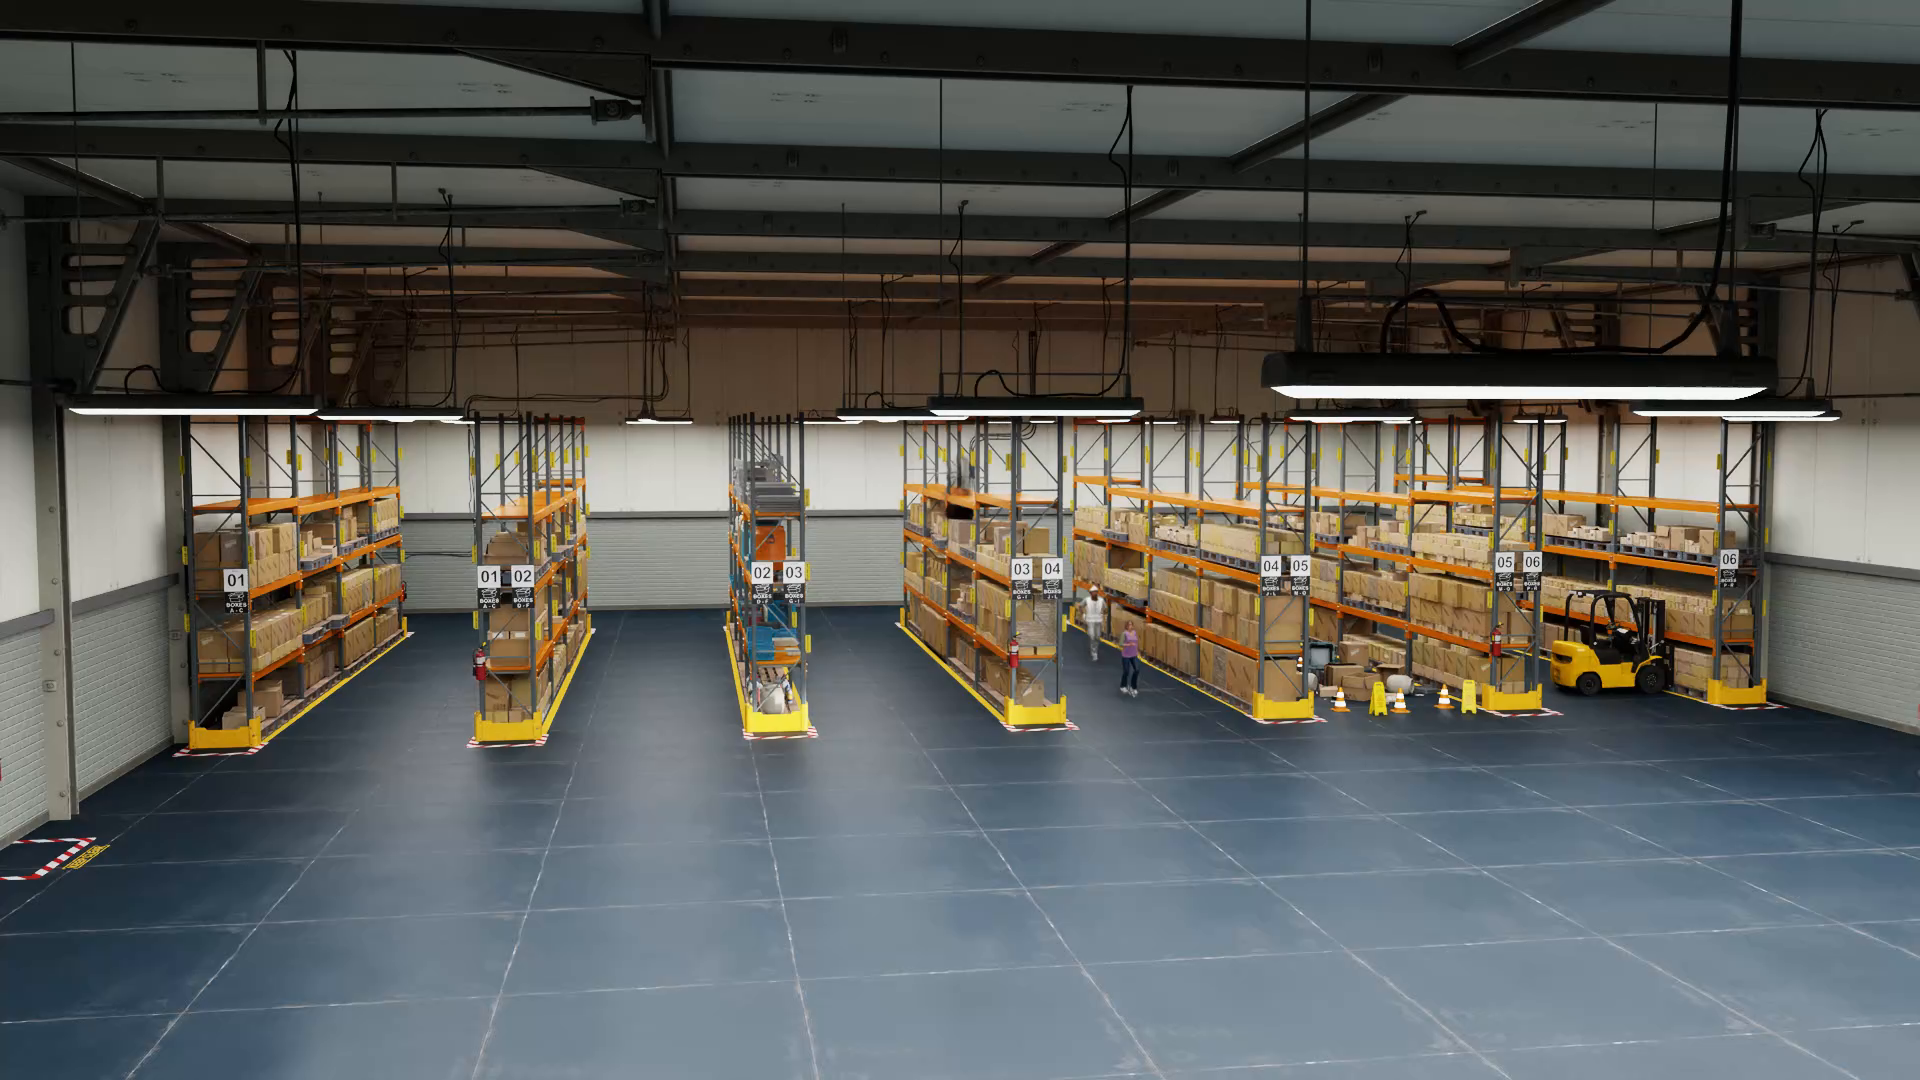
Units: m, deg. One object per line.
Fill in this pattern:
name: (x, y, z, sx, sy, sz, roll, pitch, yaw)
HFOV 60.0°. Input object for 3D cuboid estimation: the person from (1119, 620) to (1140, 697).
person: (3.620, 2.512, 35.404, 0.514, 1.630, 0.666, -1, 4, -19)

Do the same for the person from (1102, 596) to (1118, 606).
person: (4.480, 1.479, 49.561, 0.686, 1.755, 0.660, 2, 5, 31)

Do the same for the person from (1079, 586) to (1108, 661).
person: (3.306, 2.035, 40.944, 0.677, 1.793, 0.862, -1, 4, -9)
